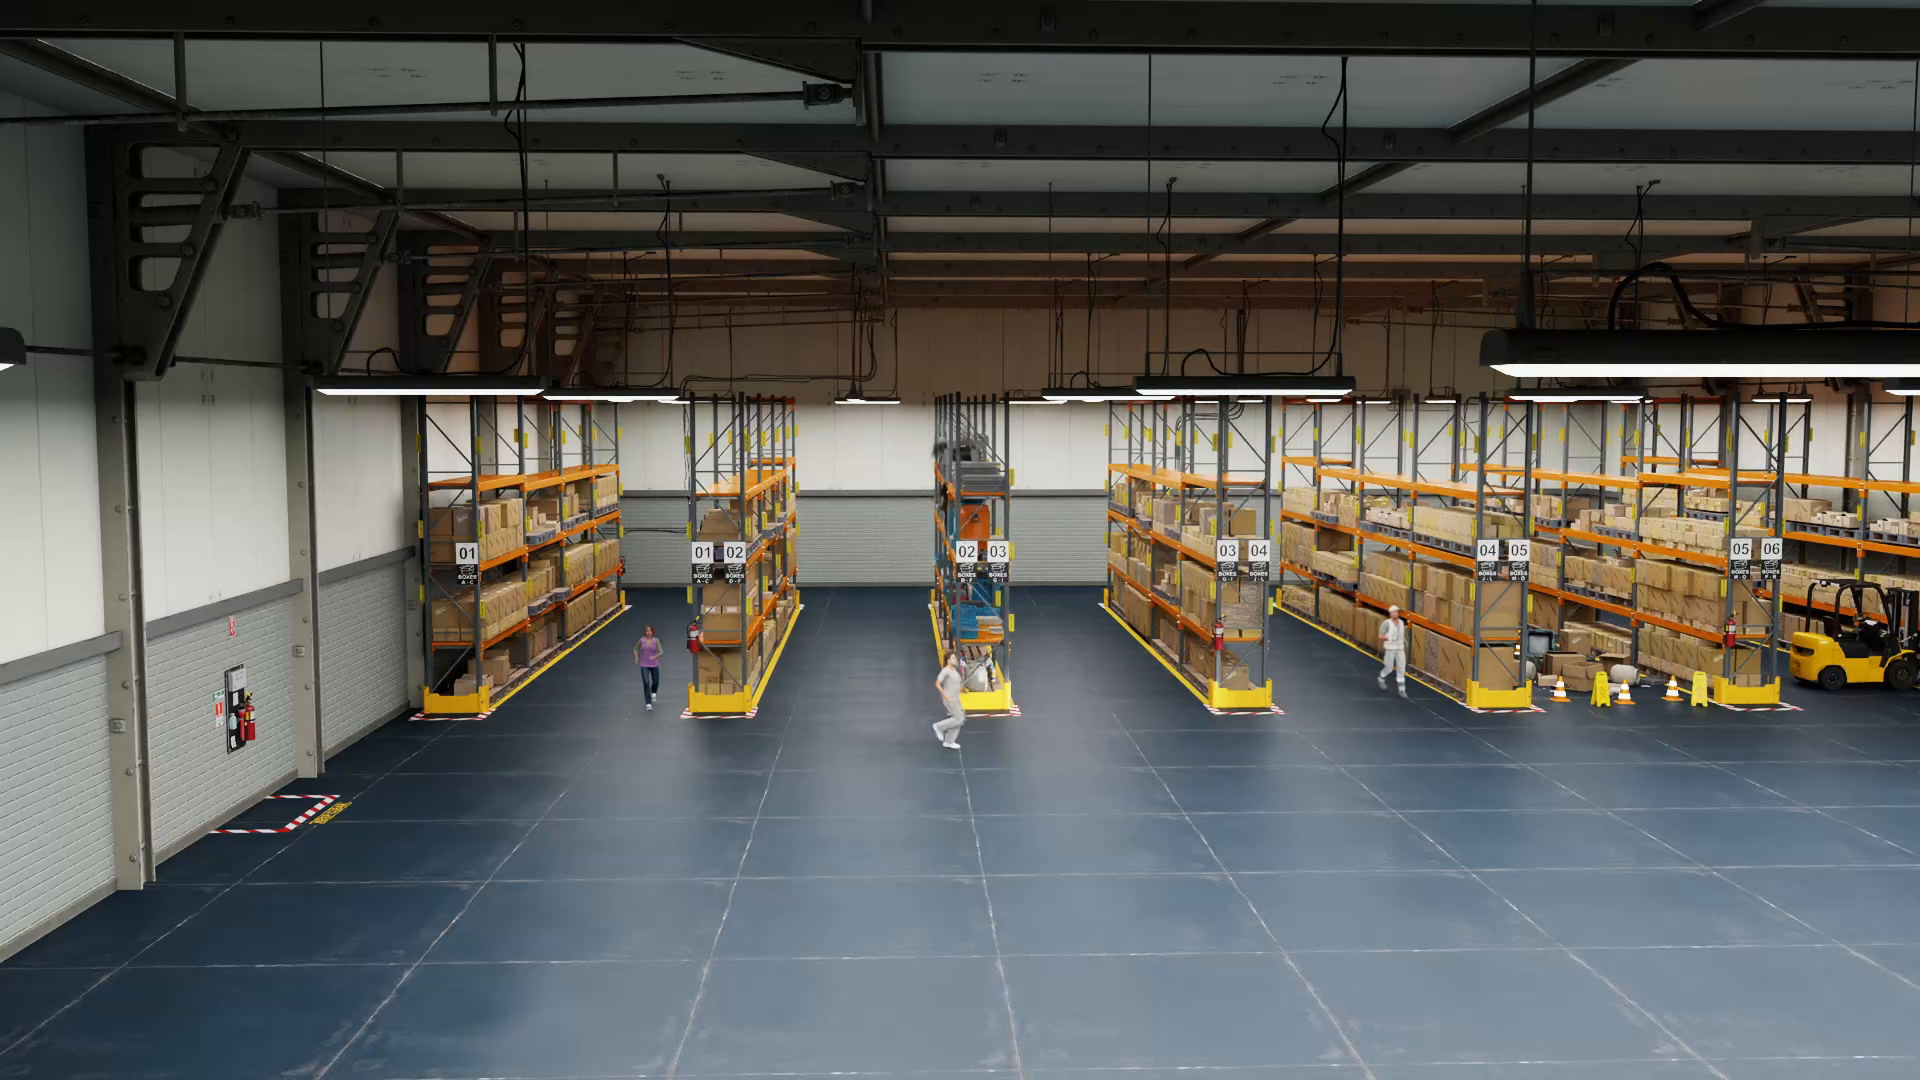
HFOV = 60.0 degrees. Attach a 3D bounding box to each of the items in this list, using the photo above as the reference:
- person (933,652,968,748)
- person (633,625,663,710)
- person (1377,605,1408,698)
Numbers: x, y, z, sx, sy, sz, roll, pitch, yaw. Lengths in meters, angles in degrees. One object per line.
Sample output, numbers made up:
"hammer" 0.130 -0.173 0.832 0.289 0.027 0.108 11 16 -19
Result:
"person" -0.152 2.683 27.935 0.562 1.626 0.571 2 5 24
"person" -5.922 2.406 31.605 0.559 1.571 0.767 -1 5 -10
"person" 8.567 2.177 32.849 0.656 1.786 0.987 -1 5 -15
